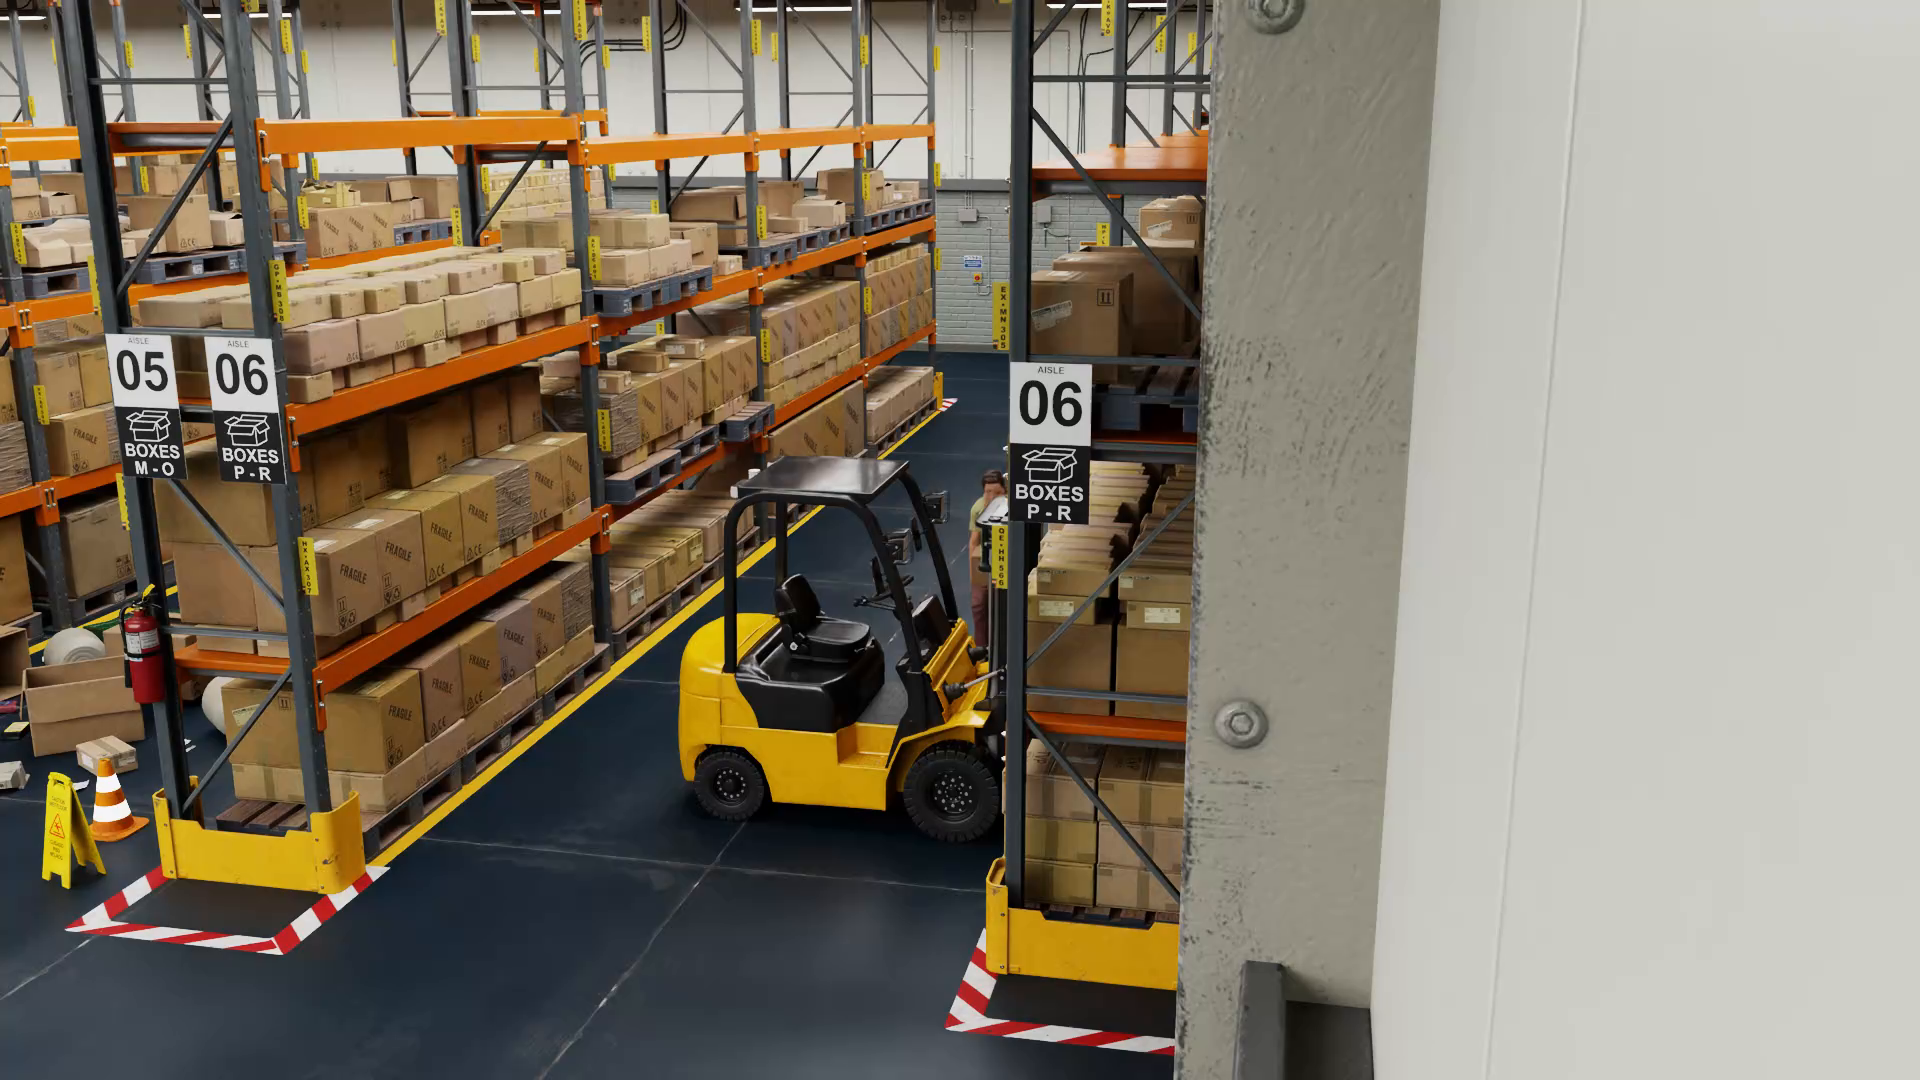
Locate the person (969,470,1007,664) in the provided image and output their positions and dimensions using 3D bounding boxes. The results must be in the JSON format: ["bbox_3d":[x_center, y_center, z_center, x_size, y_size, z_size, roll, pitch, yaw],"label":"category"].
[{"bbox_3d":[0.279,0.210,13.331,0.404,1.623,0.536,3,15,10],"label":"person"}]
